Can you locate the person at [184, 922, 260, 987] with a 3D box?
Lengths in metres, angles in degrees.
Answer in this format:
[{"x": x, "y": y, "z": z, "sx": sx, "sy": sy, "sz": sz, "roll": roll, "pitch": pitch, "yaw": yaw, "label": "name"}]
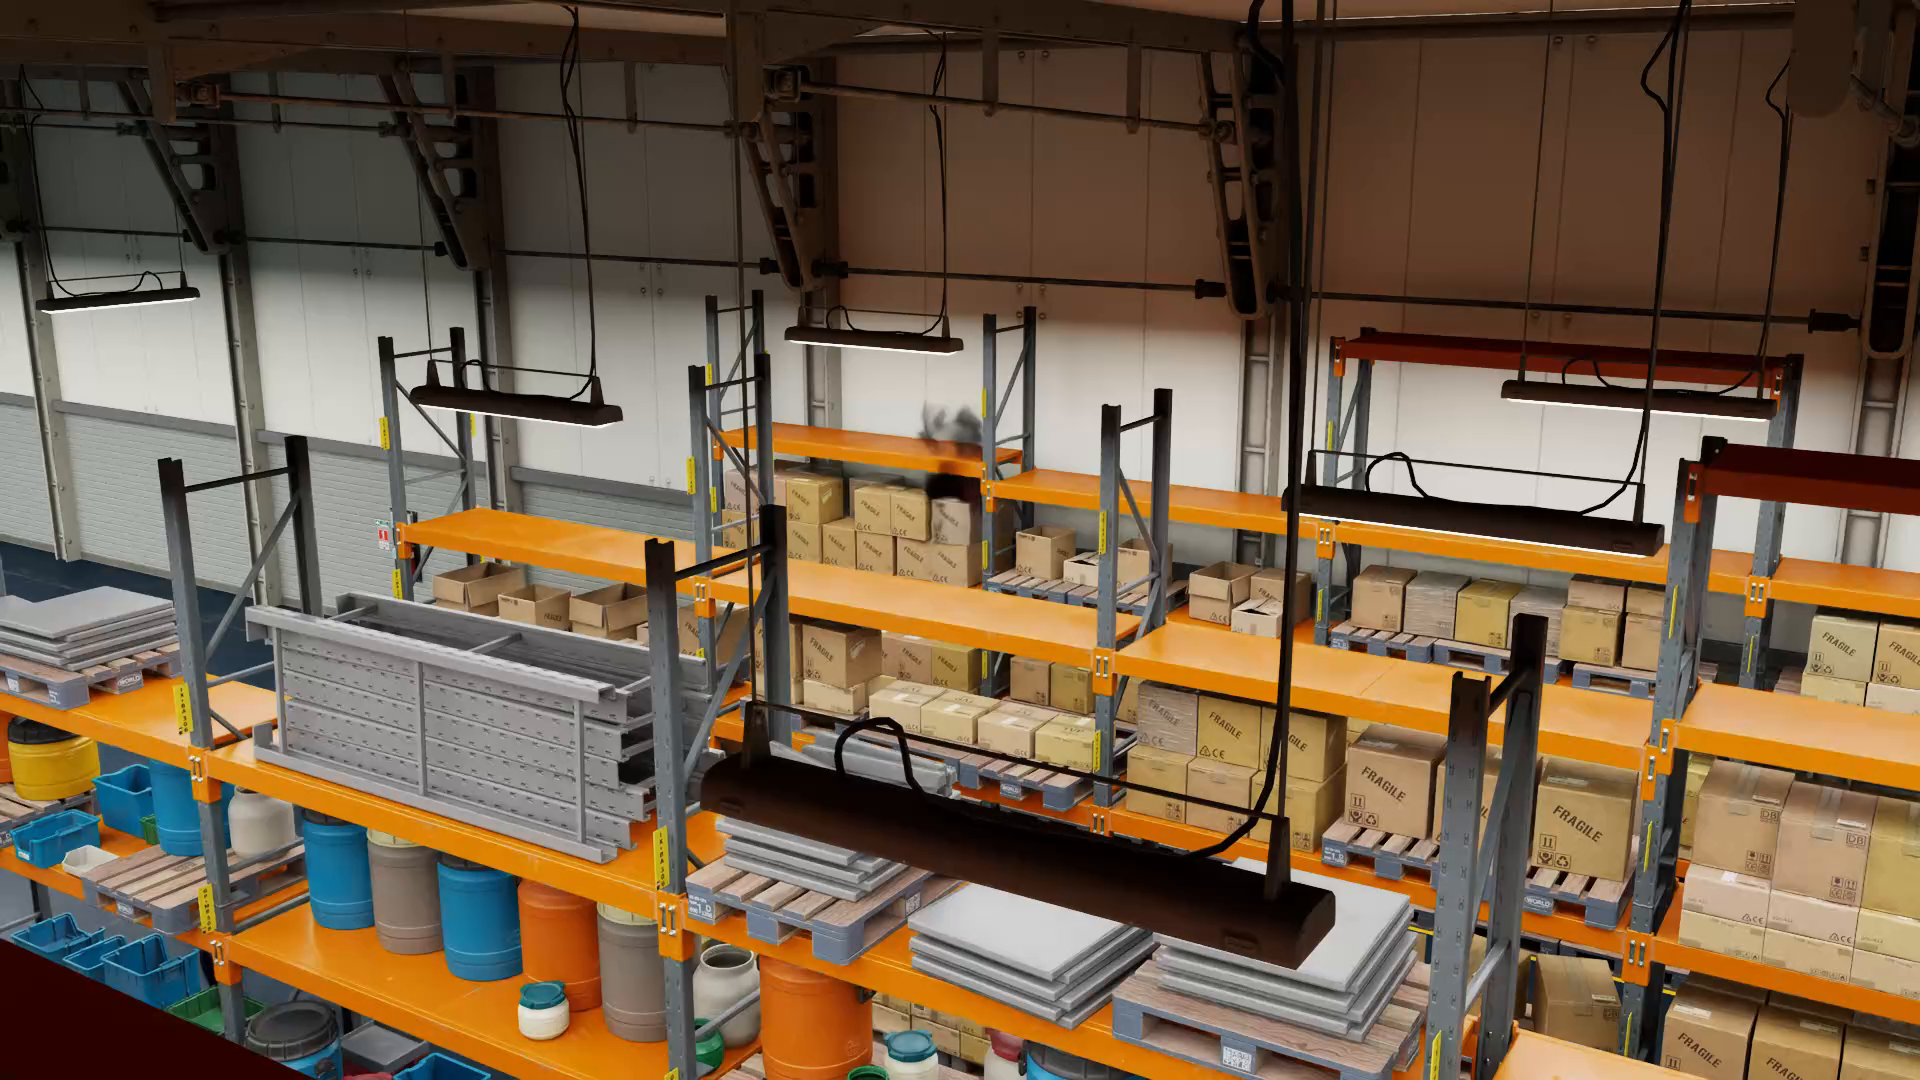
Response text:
[{"x": -6.526, "y": 3.712, "z": 14.739, "sx": 0.937, "sy": 1.638, "sz": 0.599, "roll": 6, "pitch": 15, "yaw": 22, "label": "person"}]
